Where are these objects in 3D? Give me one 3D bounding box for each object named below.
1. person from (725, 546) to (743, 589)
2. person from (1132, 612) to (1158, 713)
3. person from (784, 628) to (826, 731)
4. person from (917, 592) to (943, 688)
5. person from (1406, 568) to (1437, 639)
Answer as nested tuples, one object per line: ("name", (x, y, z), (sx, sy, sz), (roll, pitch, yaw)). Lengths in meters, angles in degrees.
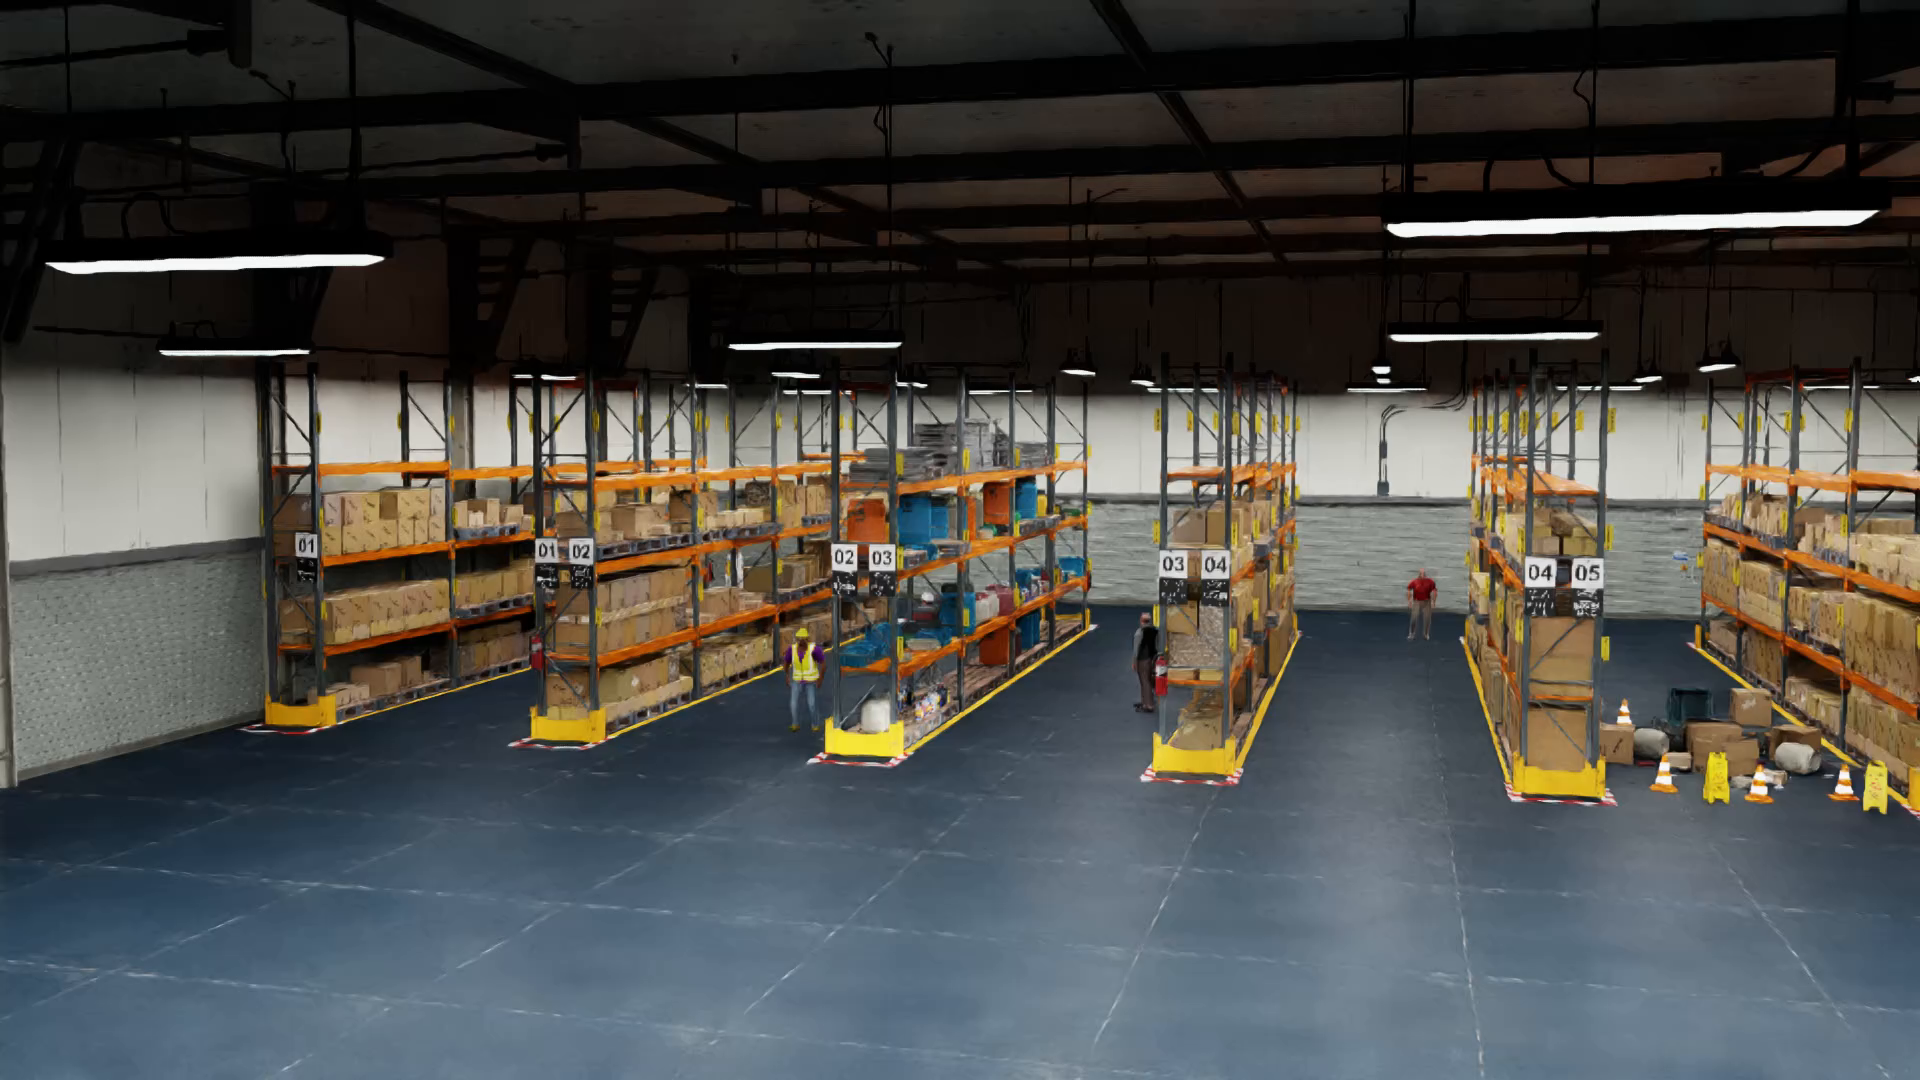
("person", (-6.183, 0.954, 44.944), (0.706, 1.785, 0.469), (-2, 5, -28))
("person", (3.192, 2.100, 28.864), (0.581, 1.718, 0.641), (3, 5, 40))
("person", (-2.520, 2.261, 26.915), (0.719, 1.714, 0.578), (1, 4, 13))
("person", (-0.537, 1.813, 30.017), (0.483, 1.764, 0.598), (0, 4, 1))
("person", (10.667, 1.466, 38.439), (0.678, 1.676, 0.525), (1, 4, 14))
